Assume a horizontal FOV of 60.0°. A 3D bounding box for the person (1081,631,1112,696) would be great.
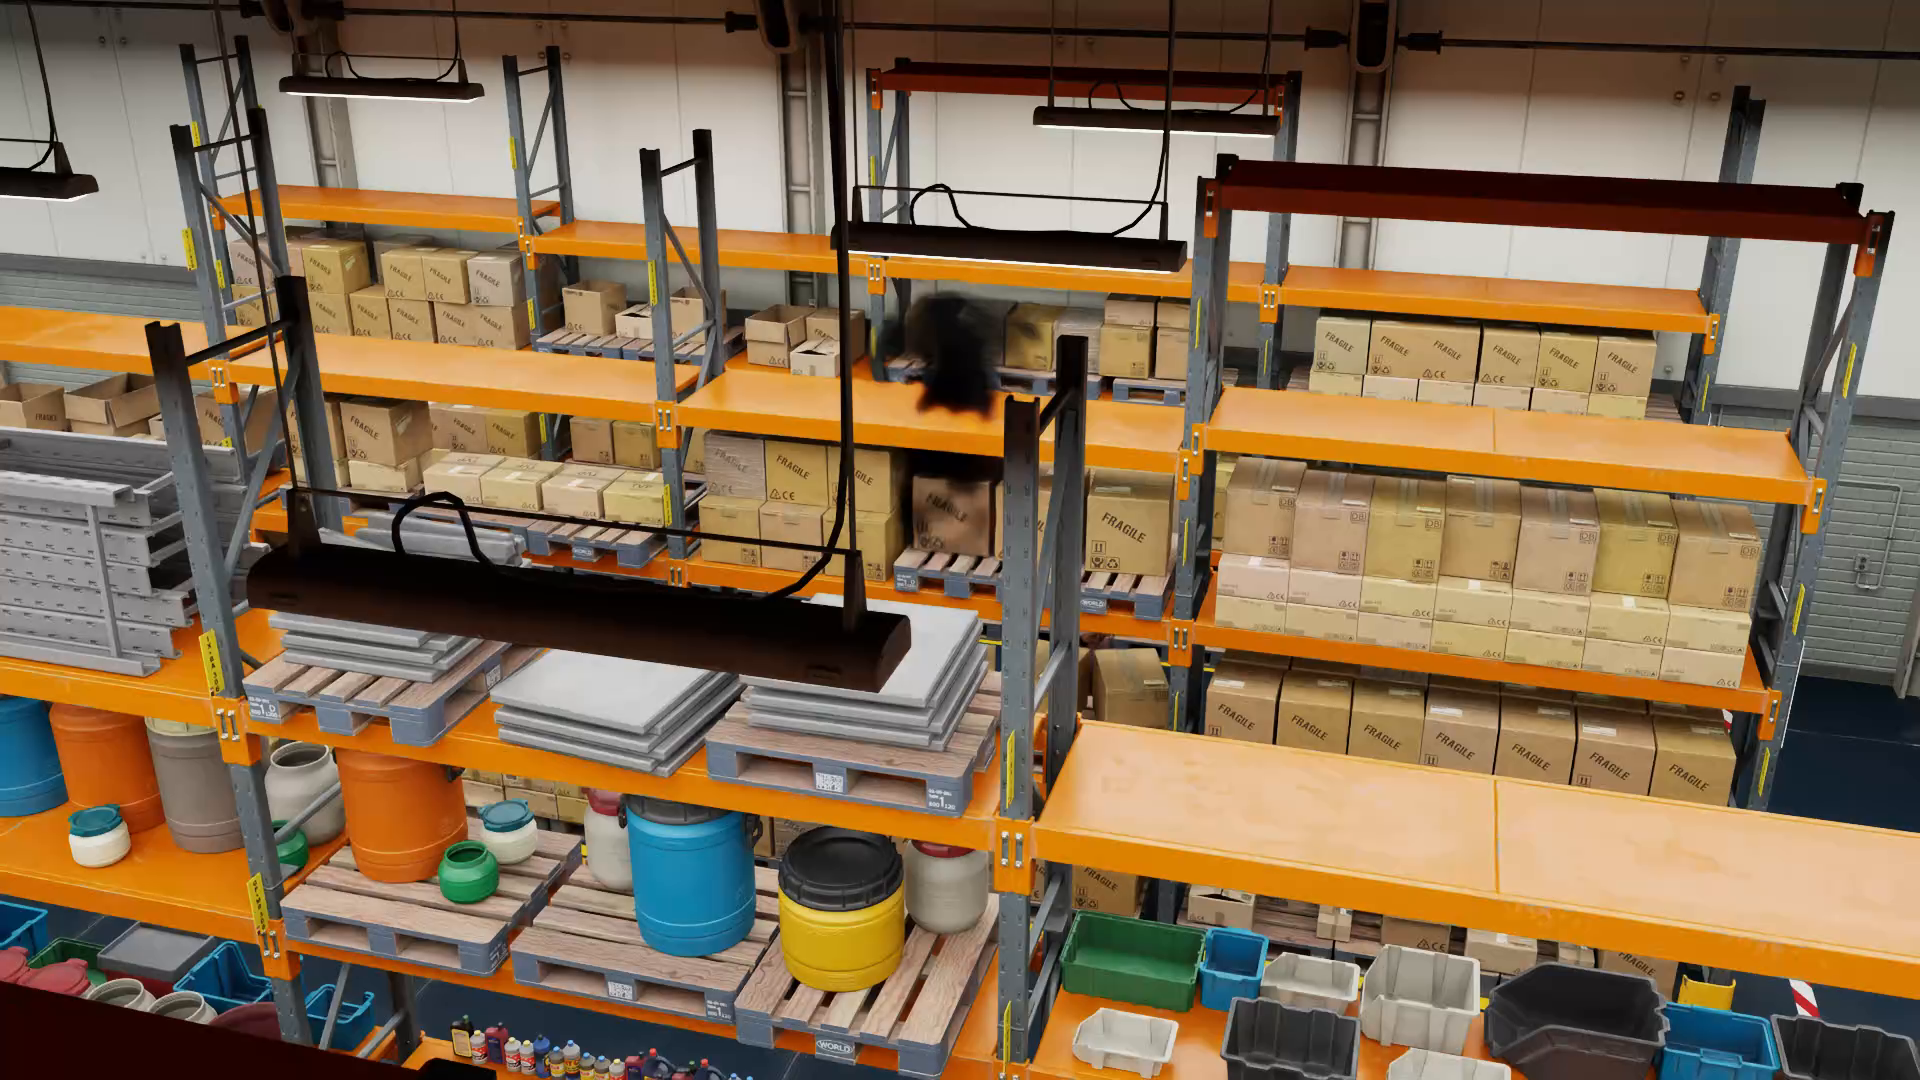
[{"bbox_3d":[1.277,1.501,14.955,0.641,1.732,0.729,2,23,4],"label":"person"}]
